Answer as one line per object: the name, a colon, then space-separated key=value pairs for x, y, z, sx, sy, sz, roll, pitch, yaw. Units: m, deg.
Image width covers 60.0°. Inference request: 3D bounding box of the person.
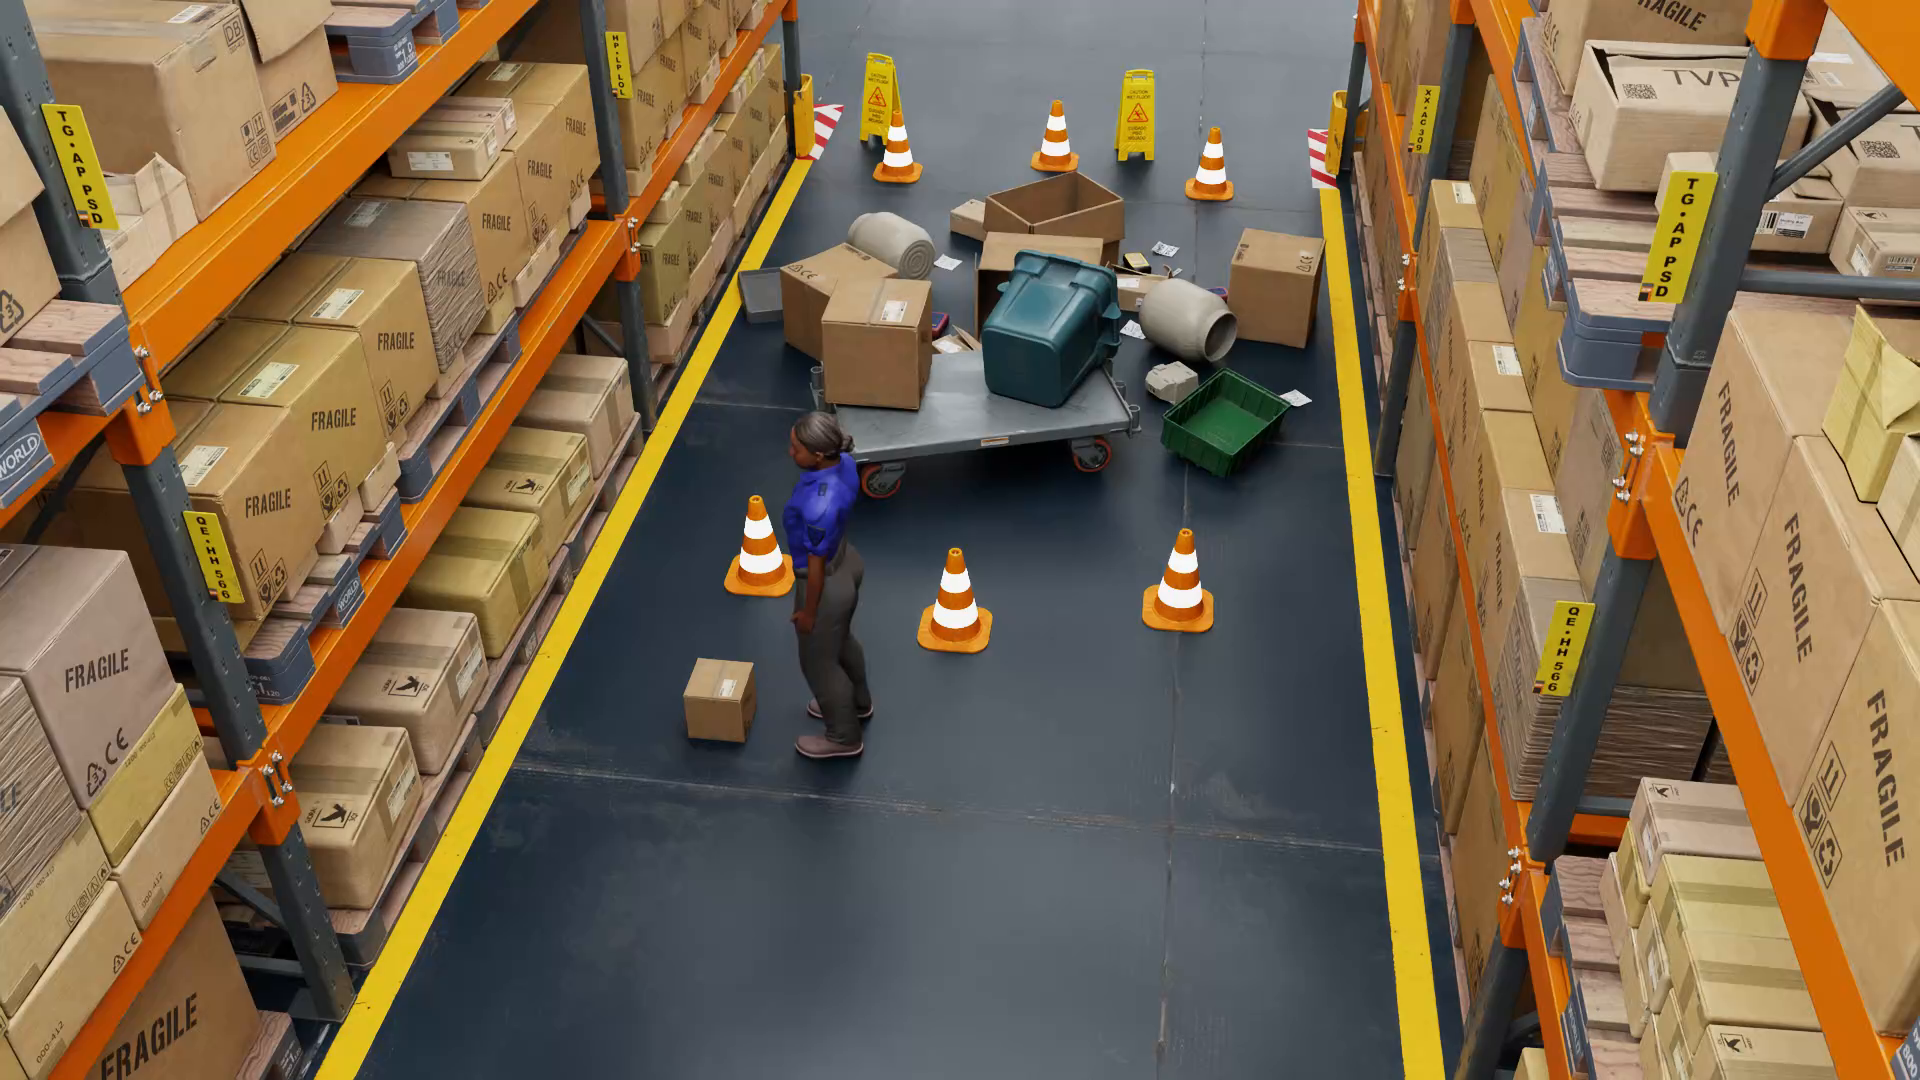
person: x=-0.552 y=0.187 z=6.793 sx=0.299 sy=1.656 sz=0.438 roll=5 pitch=37 yaw=7
